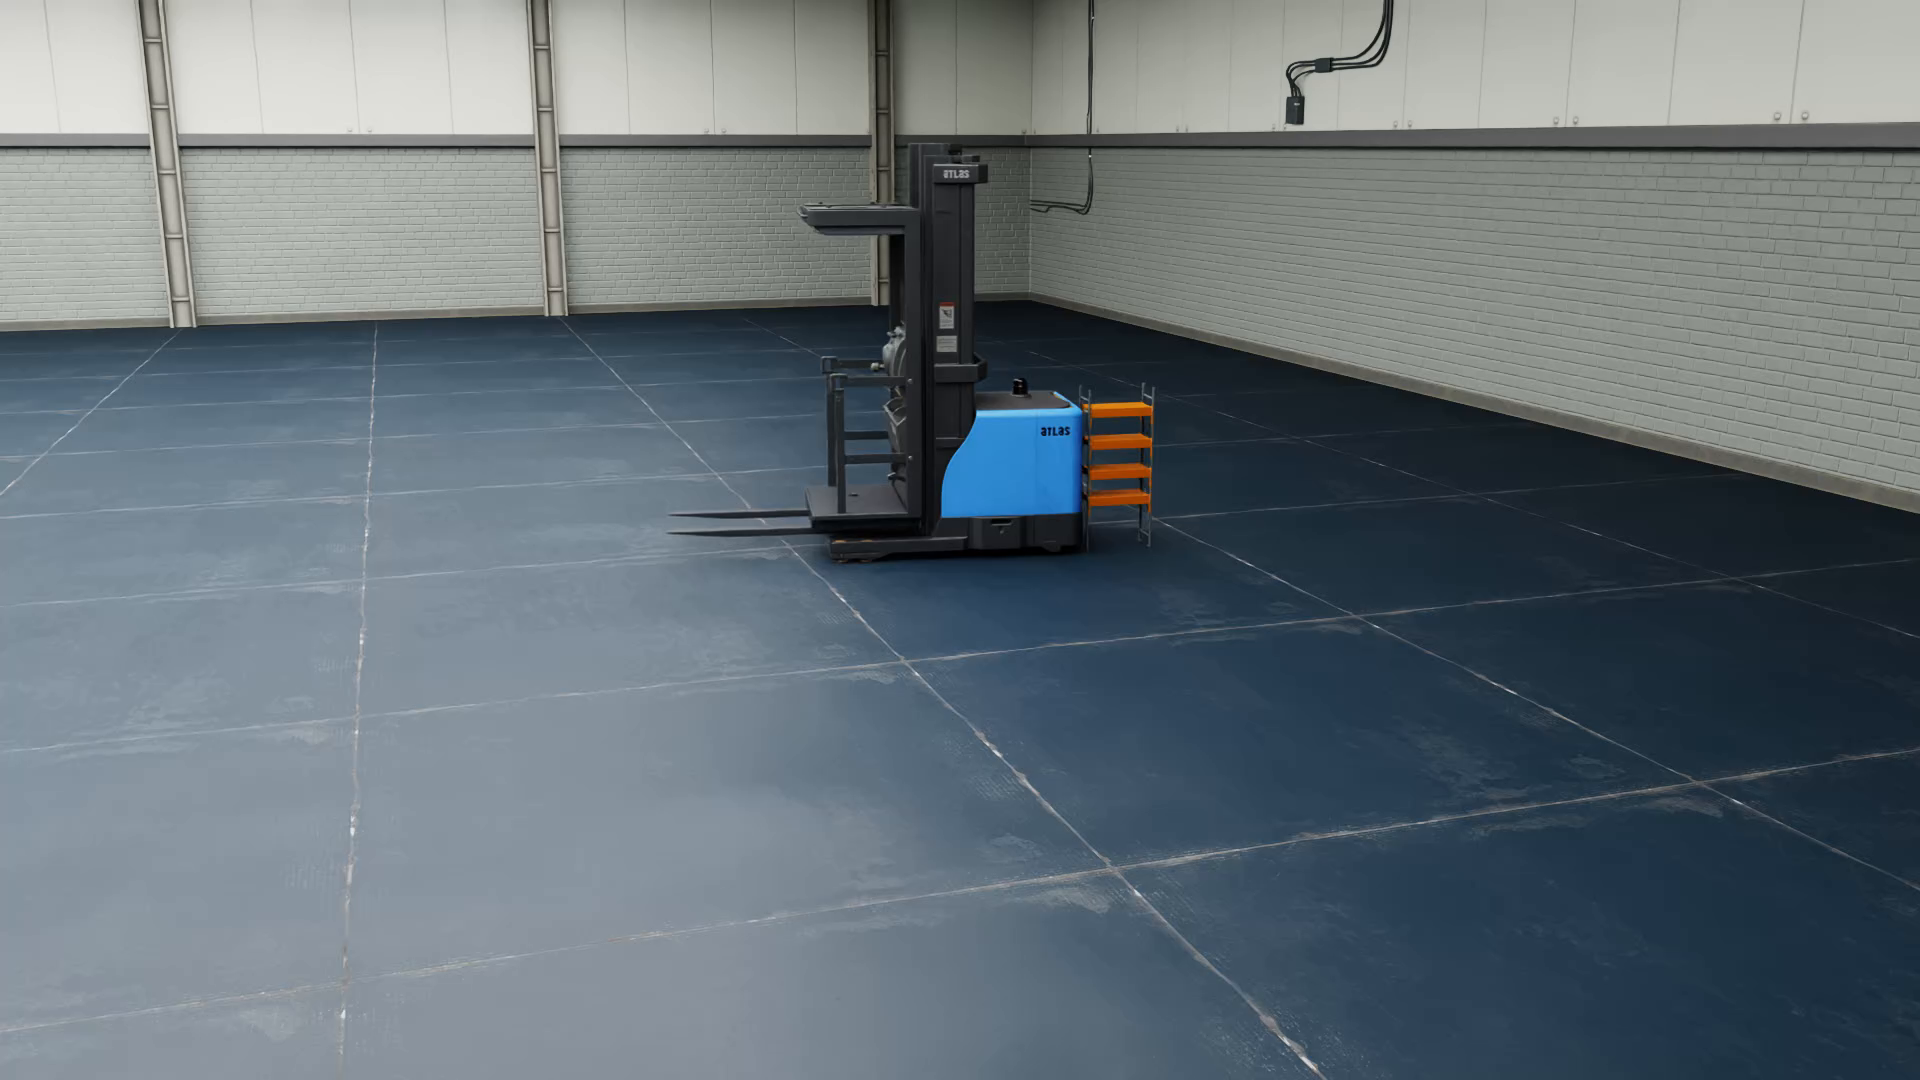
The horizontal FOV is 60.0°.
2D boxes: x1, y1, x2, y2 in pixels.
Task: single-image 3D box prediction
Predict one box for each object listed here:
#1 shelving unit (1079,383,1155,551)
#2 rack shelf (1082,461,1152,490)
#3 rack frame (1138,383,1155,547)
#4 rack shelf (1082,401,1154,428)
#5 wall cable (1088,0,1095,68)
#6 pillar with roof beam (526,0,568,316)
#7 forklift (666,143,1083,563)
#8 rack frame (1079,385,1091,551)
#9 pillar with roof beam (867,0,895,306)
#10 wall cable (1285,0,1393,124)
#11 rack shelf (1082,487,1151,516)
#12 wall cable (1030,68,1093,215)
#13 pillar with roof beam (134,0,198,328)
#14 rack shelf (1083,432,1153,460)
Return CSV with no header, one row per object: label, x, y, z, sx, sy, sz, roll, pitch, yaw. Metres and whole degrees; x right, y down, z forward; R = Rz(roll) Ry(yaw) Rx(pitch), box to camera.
shelving unit,1.154,-0.544,12.339,0.503,1.200,0.258,-3,14,-13
rack shelf,1.154,-0.479,12.355,0.480,0.148,0.258,-3,14,-13
rack frame,1.392,-0.557,12.394,0.015,1.200,0.240,-3,14,-13
rack shelf,1.154,-0.927,12.248,0.480,0.148,0.258,-3,14,-13
wall cable,2.640,-9.070,27.124,0.112,2.526,3.097,-4,14,-18
pillar with roof beam,-5.751,-7.403,24.318,0.400,9.000,9.100,-4,14,-18
forklift,-0.656,-1.388,12.145,3.031,2.935,1.130,-2,14,-8
rack frame,0.917,-0.532,12.284,0.015,1.200,0.240,-3,14,-13
pillar with roof beam,-0.064,-7.845,26.180,0.400,9.000,9.100,-4,14,-18
wall cable,4.790,-8.288,20.692,0.169,6.003,2.305,-4,14,-18
rack shelf,1.154,-0.286,12.401,0.480,0.148,0.258,-3,14,-13
wall cable,1.777,-7.206,30.203,0.112,2.526,3.097,-4,14,-18
pillar with roof beam,-11.437,-6.960,22.456,0.400,9.000,9.100,-4,14,-18
rack shelf,1.154,-0.697,12.303,0.480,0.148,0.258,-3,14,-13
